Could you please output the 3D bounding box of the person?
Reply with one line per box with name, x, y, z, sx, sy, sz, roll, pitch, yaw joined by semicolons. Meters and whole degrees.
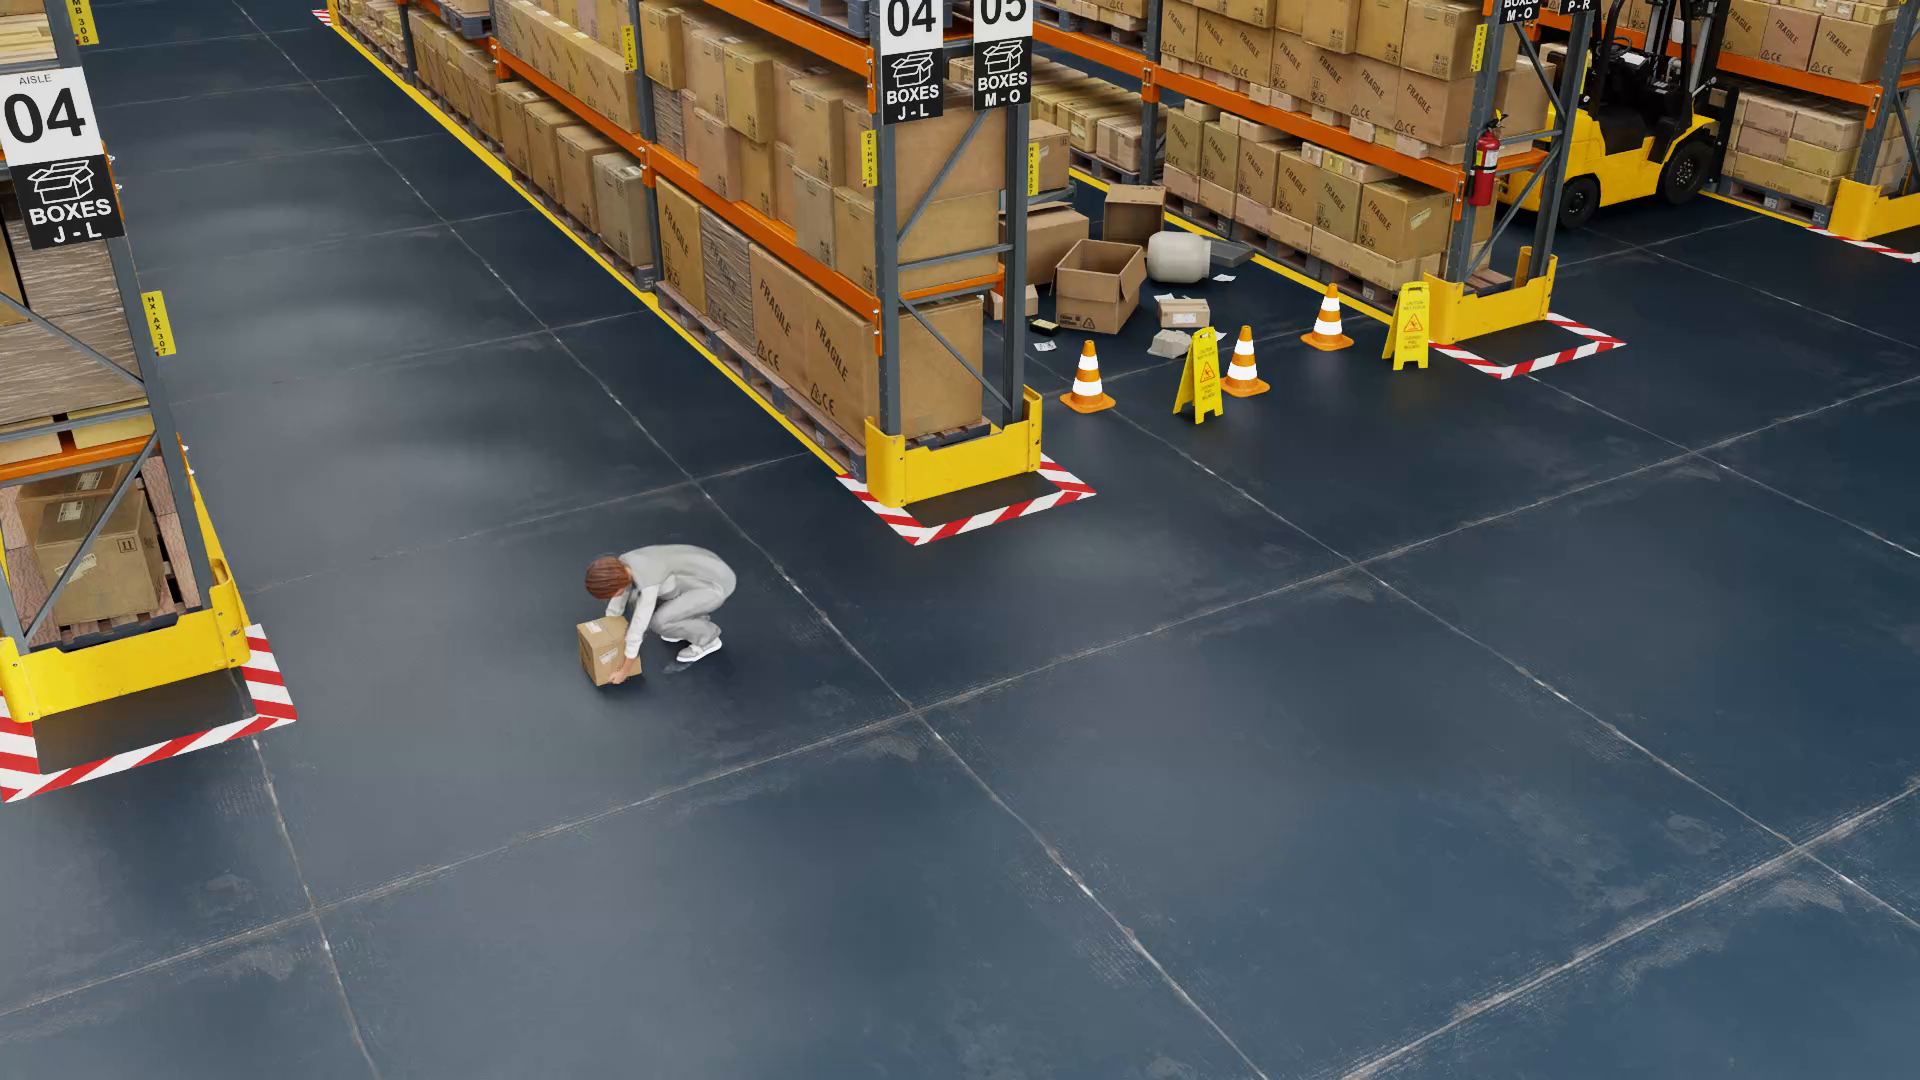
person;-1.597;0.341;8.937;0.831;0.757;0.435;-16;33;-26
